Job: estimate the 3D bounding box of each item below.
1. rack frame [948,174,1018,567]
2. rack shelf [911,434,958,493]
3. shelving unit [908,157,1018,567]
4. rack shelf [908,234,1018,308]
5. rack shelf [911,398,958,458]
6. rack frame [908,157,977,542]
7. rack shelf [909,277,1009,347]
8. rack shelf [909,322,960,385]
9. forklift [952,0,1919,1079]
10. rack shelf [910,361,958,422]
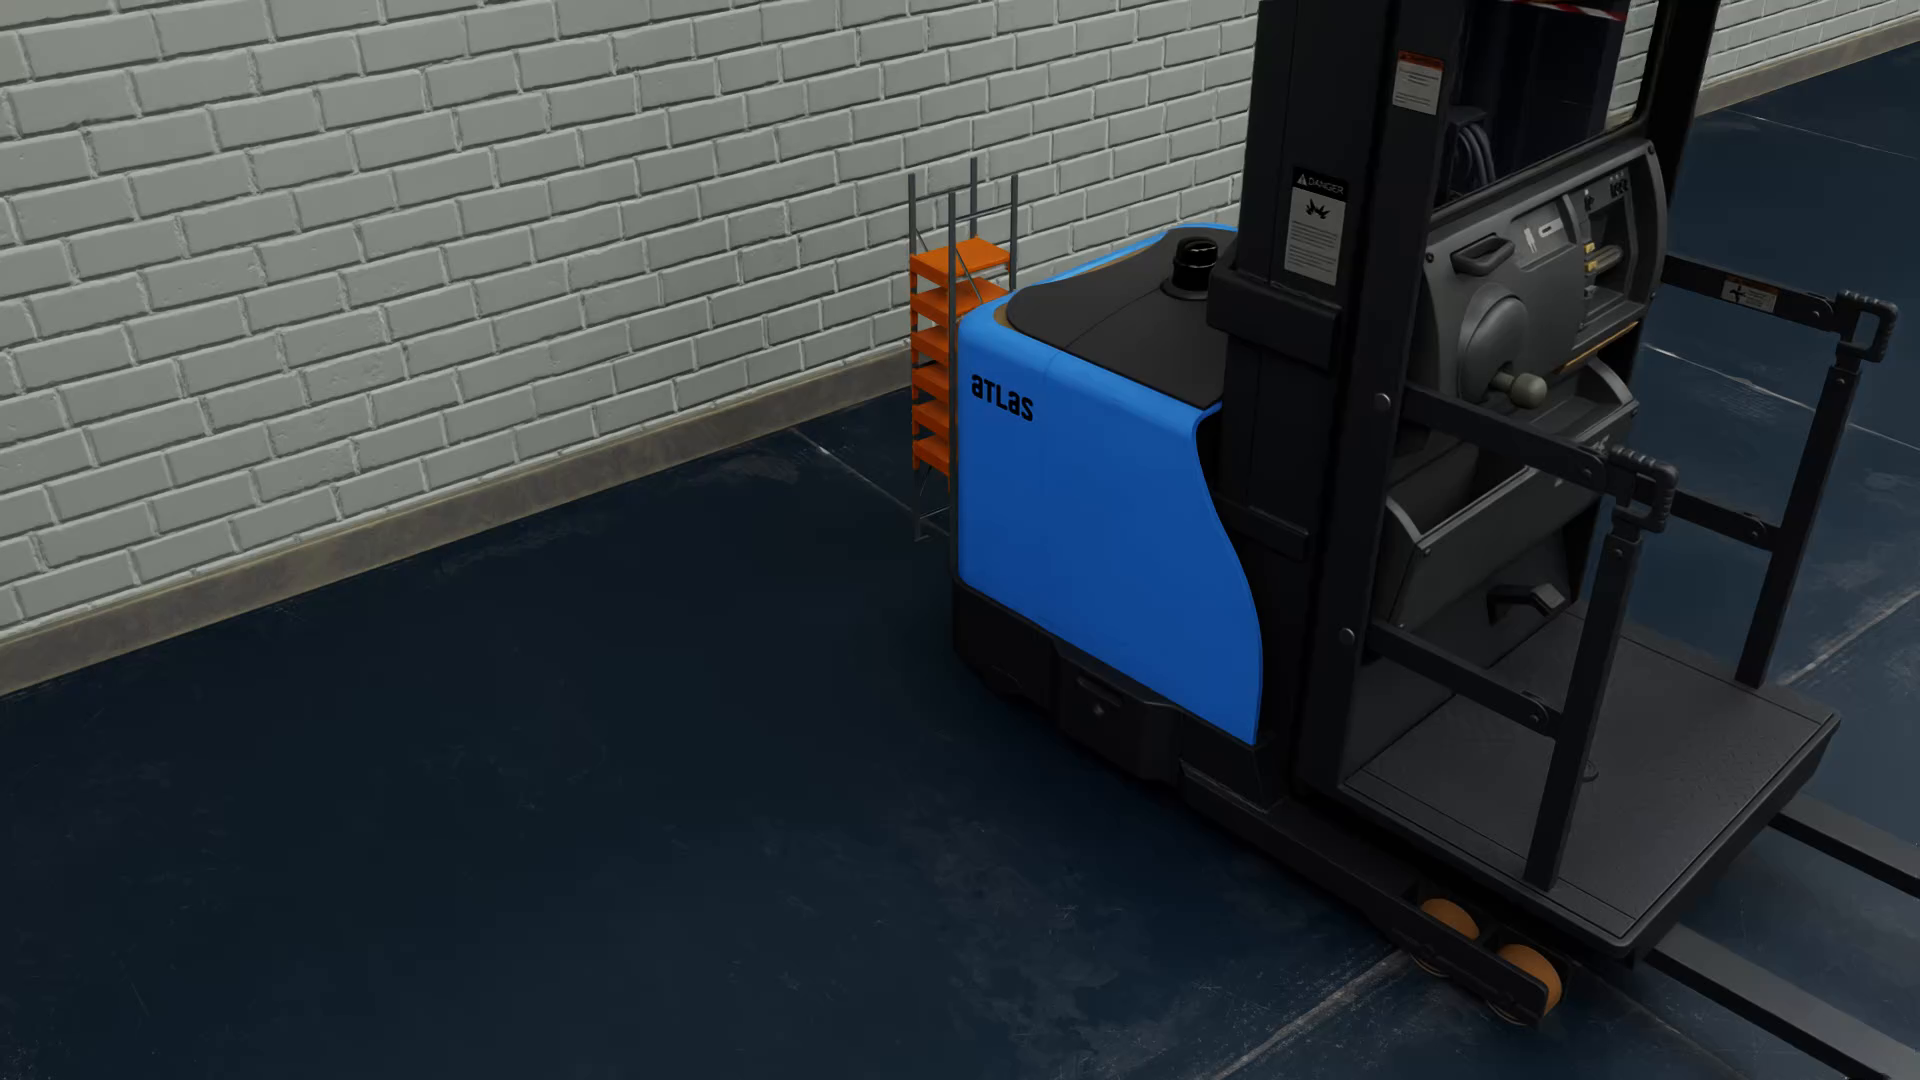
[{"bbox_3d":[0.065,-0.466,4.862,0.240,1.200,0.006,-22,38,-31],"label":"rack frame"},{"bbox_3d":[0.009,-0.262,5.074,0.258,0.103,0.180,-22,38,-31],"label":"rack shelf"},{"bbox_3d":[0.009,-0.504,4.924,0.258,1.200,0.189,-22,38,-31],"label":"shelving unit"},{"bbox_3d":[0.009,-0.772,4.757,0.258,0.103,0.180,-22,38,-31],"label":"rack shelf"},{"bbox_3d":[0.009,-0.364,5.010,0.258,0.103,0.180,-22,38,-31],"label":"rack shelf"},{"bbox_3d":[-0.047,-0.542,4.985,0.240,1.200,0.006,-22,38,-31],"label":"rack frame"},{"bbox_3d":[0.009,-0.670,4.821,0.258,0.103,0.180,-22,38,-31],"label":"rack shelf"},{"bbox_3d":[0.009,-0.568,4.884,0.258,0.103,0.180,-22,38,-31],"label":"rack shelf"},{"bbox_3d":[1.364,-0.514,3.300,1.130,2.935,3.031,-27,41,-36],"label":"forklift"},{"bbox_3d":[0.009,-0.466,4.947,0.258,0.103,0.180,-22,38,-31],"label":"rack shelf"}]
